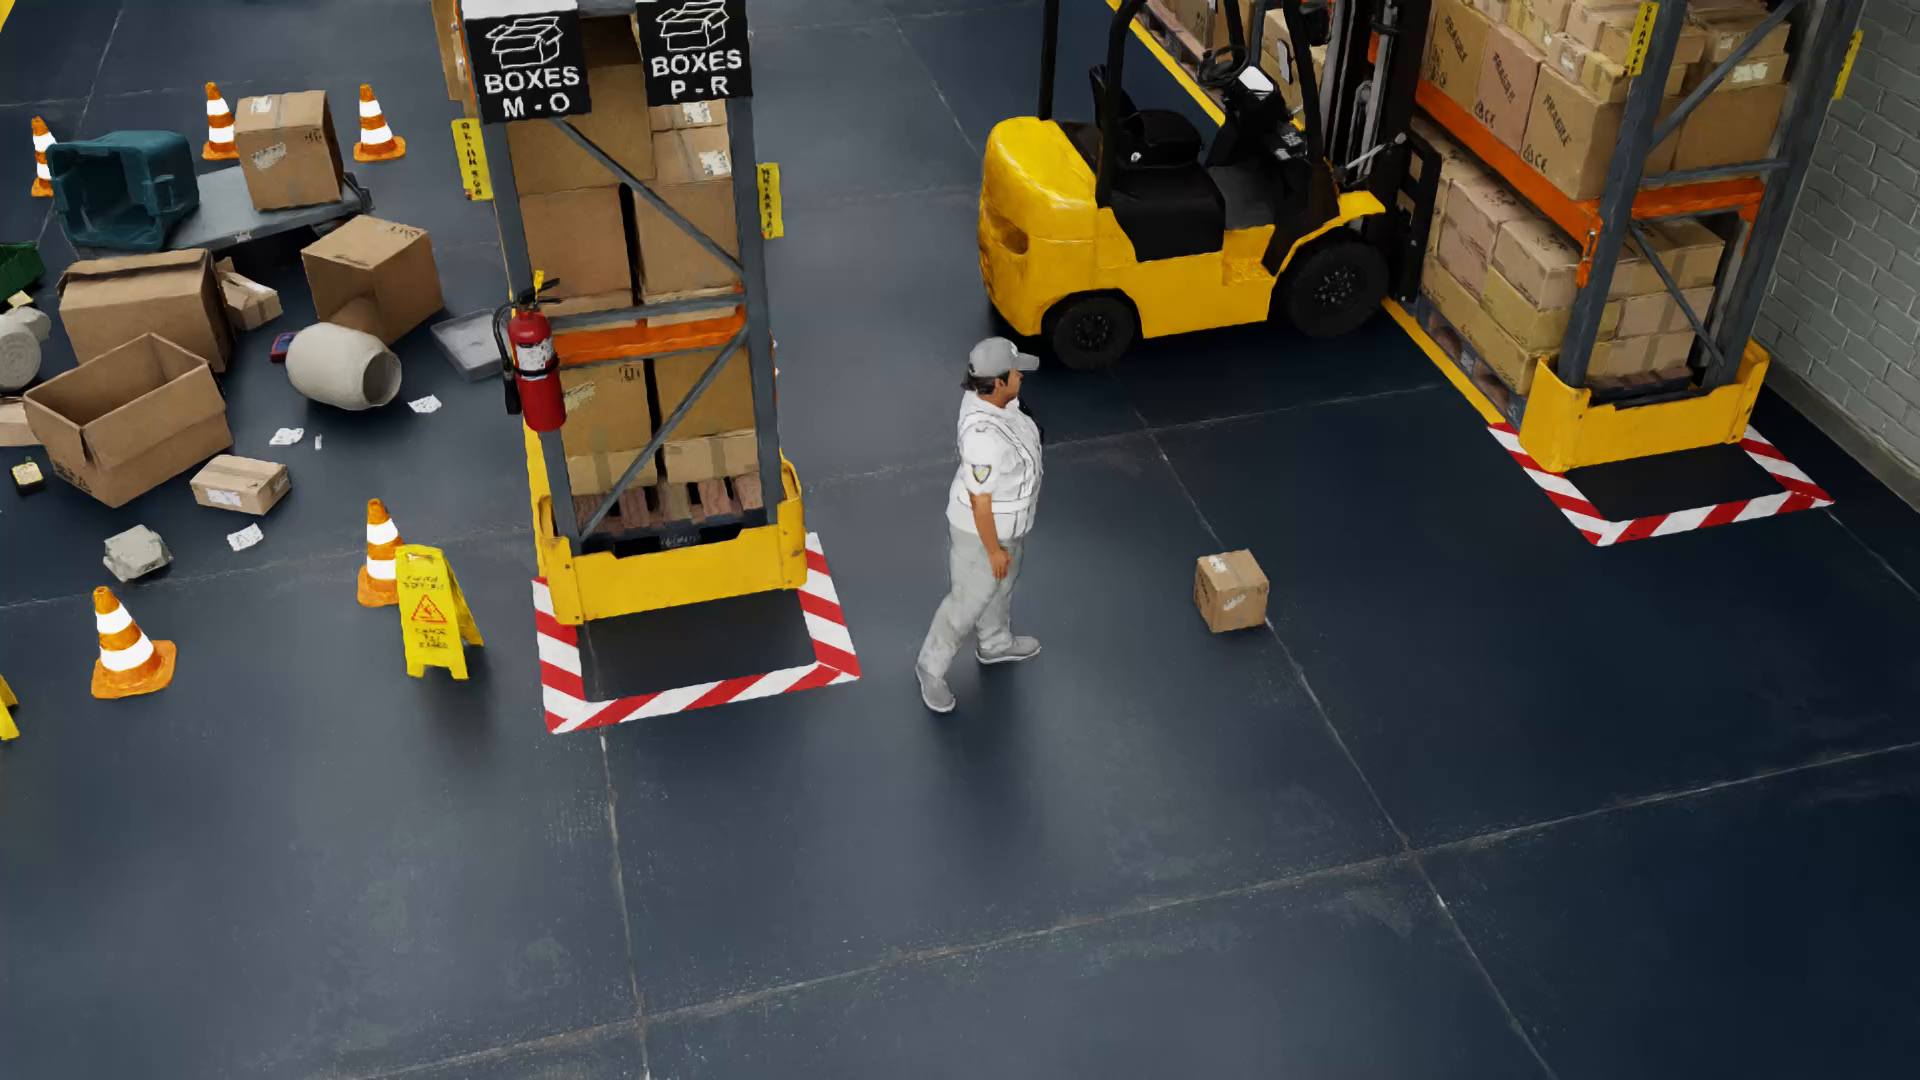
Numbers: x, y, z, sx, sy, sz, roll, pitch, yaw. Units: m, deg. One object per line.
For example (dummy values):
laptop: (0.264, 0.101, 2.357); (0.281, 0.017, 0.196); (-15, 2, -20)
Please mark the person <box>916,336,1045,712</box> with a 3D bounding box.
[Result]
person: (0.080, -0.089, 6.831); (0.521, 1.663, 0.667); (5, 39, 7)
